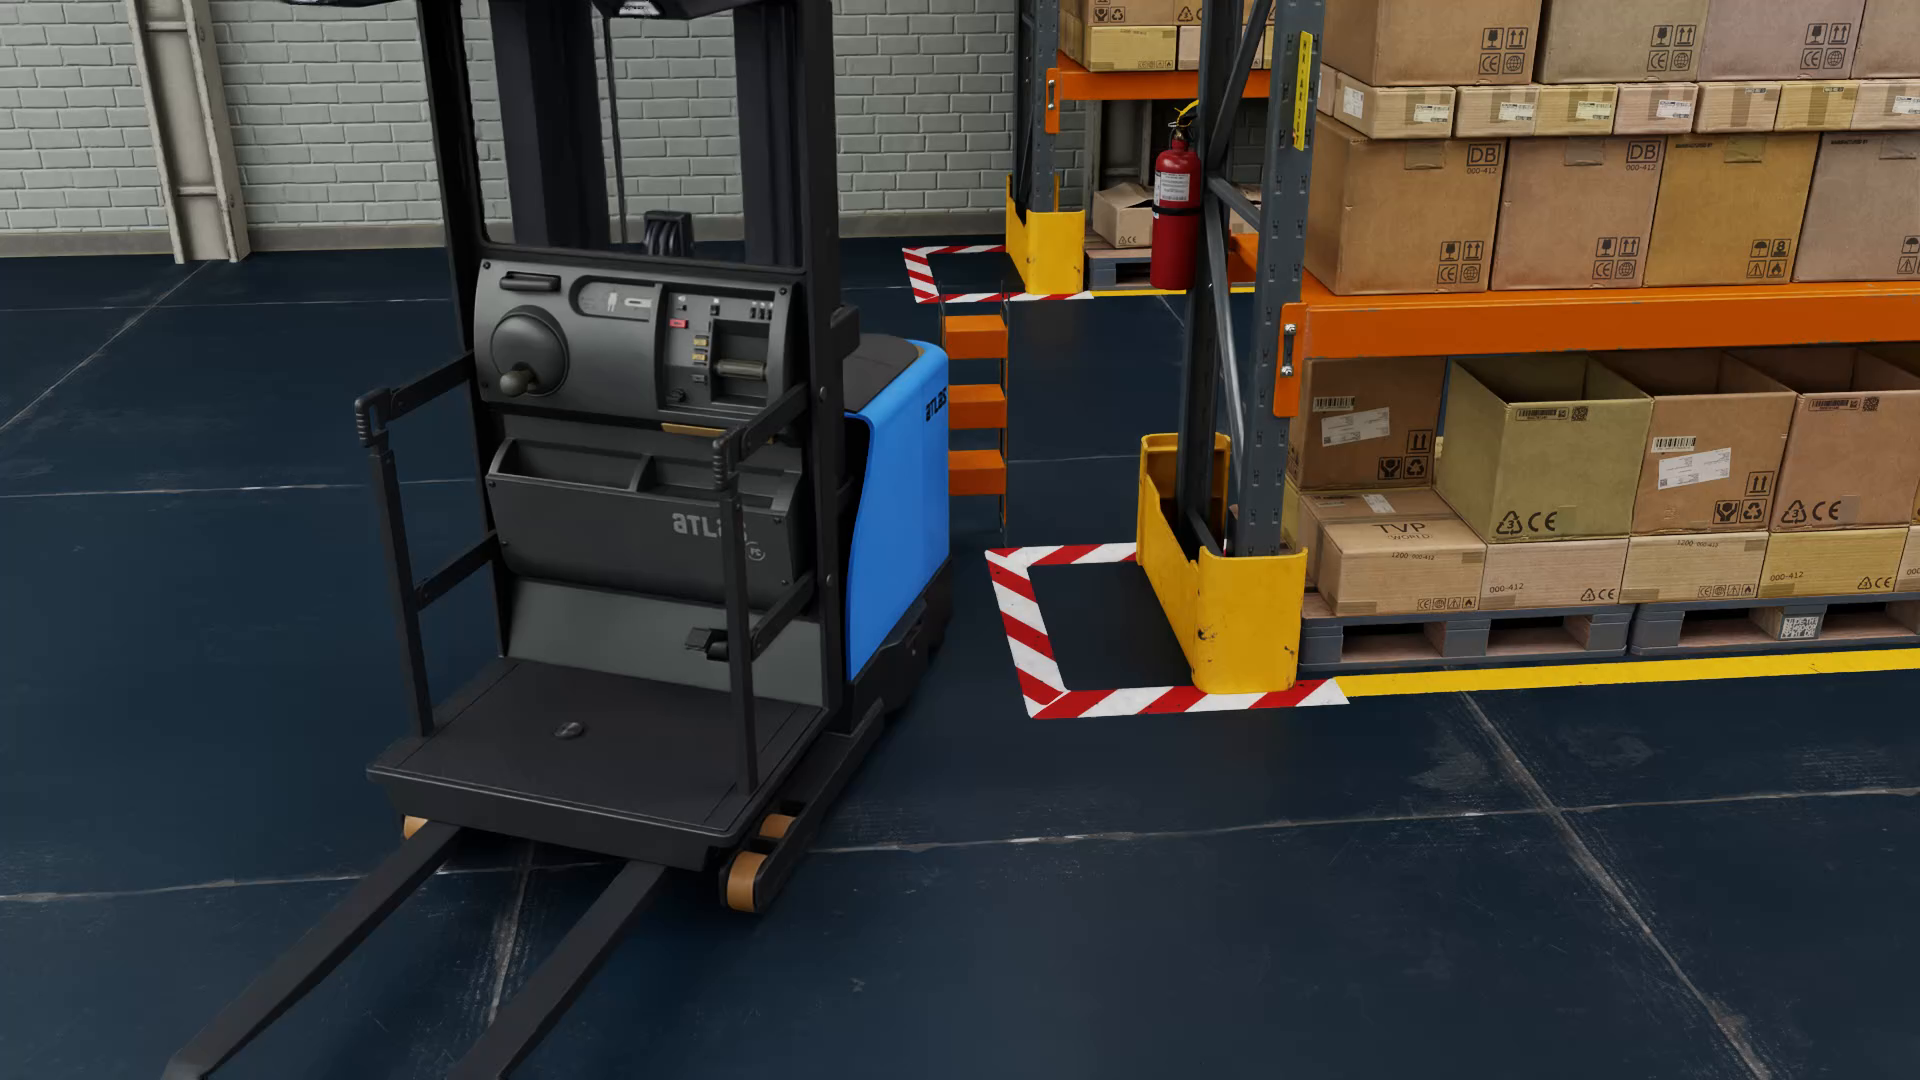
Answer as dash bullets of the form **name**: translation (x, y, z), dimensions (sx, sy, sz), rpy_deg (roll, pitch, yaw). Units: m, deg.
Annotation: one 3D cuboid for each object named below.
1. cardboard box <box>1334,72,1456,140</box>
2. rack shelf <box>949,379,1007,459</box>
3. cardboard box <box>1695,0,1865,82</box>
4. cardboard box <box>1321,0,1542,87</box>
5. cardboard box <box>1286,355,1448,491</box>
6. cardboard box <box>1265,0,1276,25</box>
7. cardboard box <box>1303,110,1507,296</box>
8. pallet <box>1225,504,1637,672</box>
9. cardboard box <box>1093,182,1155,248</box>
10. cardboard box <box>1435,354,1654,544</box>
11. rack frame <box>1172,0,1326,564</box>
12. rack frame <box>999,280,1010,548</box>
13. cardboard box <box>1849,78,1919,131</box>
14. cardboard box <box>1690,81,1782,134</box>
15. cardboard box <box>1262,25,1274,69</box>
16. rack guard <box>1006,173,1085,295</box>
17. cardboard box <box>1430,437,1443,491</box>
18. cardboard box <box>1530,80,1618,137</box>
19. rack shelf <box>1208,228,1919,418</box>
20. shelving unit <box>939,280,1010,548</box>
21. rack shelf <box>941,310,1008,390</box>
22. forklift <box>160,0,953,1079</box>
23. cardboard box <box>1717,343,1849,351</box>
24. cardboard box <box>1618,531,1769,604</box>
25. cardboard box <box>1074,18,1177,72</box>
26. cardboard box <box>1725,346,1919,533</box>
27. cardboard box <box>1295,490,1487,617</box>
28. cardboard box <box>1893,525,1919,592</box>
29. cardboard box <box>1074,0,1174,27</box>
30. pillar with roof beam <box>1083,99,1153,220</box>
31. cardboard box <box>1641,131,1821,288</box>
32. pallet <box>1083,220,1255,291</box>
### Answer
- **cardboard box**: translation (1.354, -1.364, 5.203), dimensions (0.250, 0.149, 0.380), rpy_deg (-2, 24, -6)
- **rack shelf**: translation (0.053, -0.472, 6.546), dimensions (0.240, 0.259, 0.215), rpy_deg (-2, 24, -5)
- **cardboard box**: translation (2.486, -1.791, 5.365), dimensions (0.500, 0.500, 0.700), rpy_deg (-2, 24, -5)
- **cardboard box**: translation (1.461, -1.747, 5.267), dimensions (0.500, 0.500, 0.700), rpy_deg (-2, 24, -5)
- **cardboard box**: translation (1.447, -0.513, 6.156), dimensions (0.500, 0.500, 0.500), rpy_deg (-2, 24, -5)
- **cardboard box**: translation (1.964, -3.310, 9.740), dimensions (0.500, 0.500, 0.500), rpy_deg (-3, 24, -7)
- **cardboard box**: translation (1.409, -1.152, 5.526), dimensions (0.500, 0.500, 0.700), rpy_deg (-2, 24, -5)
- **pallet**: translation (1.700, 0.134, 6.189), dimensions (1.213, 0.211, 1.003), rpy_deg (-2, 24, -5)
- **cardboard box**: translation (1.150, -2.059, 10.458), dimensions (0.500, 0.311, 0.500), rpy_deg (-5, 24, -11)
- **cardboard box**: translation (1.996, -0.323, 5.729), dimensions (0.500, 0.500, 0.500), rpy_deg (-2, 24, -5)
- **rack frame**: translation (0.943, -1.093, 5.516), dimensions (0.127, 3.000, 1.000), rpy_deg (-2, 24, -5)
- **rack frame**: translation (0.174, -0.487, 6.553), dimensions (0.008, 1.050, 0.200), rpy_deg (-2, 24, -5)
- **cardboard box**: translation (2.884, -1.425, 5.341), dimensions (0.250, 0.149, 0.380), rpy_deg (-2, 24, -5)
- **cardboard box**: translation (2.382, -1.406, 5.298), dimensions (0.250, 0.149, 0.380), rpy_deg (-3, 24, -7)
- **cardboard box**: translation (1.992, -2.971, 9.902), dimensions (0.500, 0.250, 0.500), rpy_deg (-3, 24, -6)
- **rack guard**: translation (0.528, -1.956, 10.535), dimensions (0.348, 0.500, 1.175), rpy_deg (-2, 24, -5)
- **cardboard box**: translation (1.944, -0.194, 6.362), dimensions (0.500, 0.250, 0.500), rpy_deg (-2, 24, -5)
- **cardboard box**: translation (1.865, -1.385, 5.251), dimensions (0.250, 0.149, 0.380), rpy_deg (-2, 24, -5)
- **rack shelf**: translation (2.933, -0.844, 5.842), dimensions (4.000, 0.370, 1.077), rpy_deg (-2, 24, -5)
- **shelving unit**: translation (0.053, -0.482, 6.542), dimensions (0.252, 1.050, 0.215), rpy_deg (-2, 24, -5)
- **rack shelf**: translation (0.053, -0.732, 6.431), dimensions (0.240, 0.259, 0.215), rpy_deg (-2, 24, -5)
- **forklift**: translation (-0.951, -0.514, 4.297), dimensions (1.130, 2.935, 3.031), rpy_deg (7, 25, 16)
- **cardboard box**: translation (2.939, -0.578, 6.303), dimensions (0.500, 0.500, 0.500), rpy_deg (-2, 24, -5)
- **cardboard box**: translation (2.493, -0.001, 5.928), dimensions (0.500, 0.250, 0.500), rpy_deg (-2, 24, -5)
- **cardboard box**: translation (0.969, -2.927, 9.802), dimensions (0.500, 0.250, 0.500), rpy_deg (-3, 24, -7)
- **cardboard box**: translation (2.991, -0.361, 5.815), dimensions (0.500, 0.500, 0.500), rpy_deg (-2, 24, -5)
- **cardboard box**: translation (1.498, 0.040, 5.835), dimensions (0.500, 0.250, 0.500), rpy_deg (-2, 24, -5)
- **cardboard box**: translation (3.489, -0.039, 6.014), dimensions (0.500, 0.250, 0.500), rpy_deg (-2, 24, -5)
- **cardboard box**: translation (0.957, -3.276, 9.664), dimensions (0.500, 0.500, 0.500), rpy_deg (-2, 24, -5)
- **pillar with roof beam**: translation (1.487, -4.474, 5.737), dimensions (0.400, 9.000, 9.100), rpy_deg (-2, 24, -5)
- **cardboard box**: translation (2.425, -1.193, 5.617), dimensions (0.500, 0.500, 0.700), rpy_deg (-2, 24, -5)
- **pallet**: translation (1.340, -1.842, 10.635), dimensions (1.213, 0.211, 1.003), rpy_deg (-2, 24, -5)
